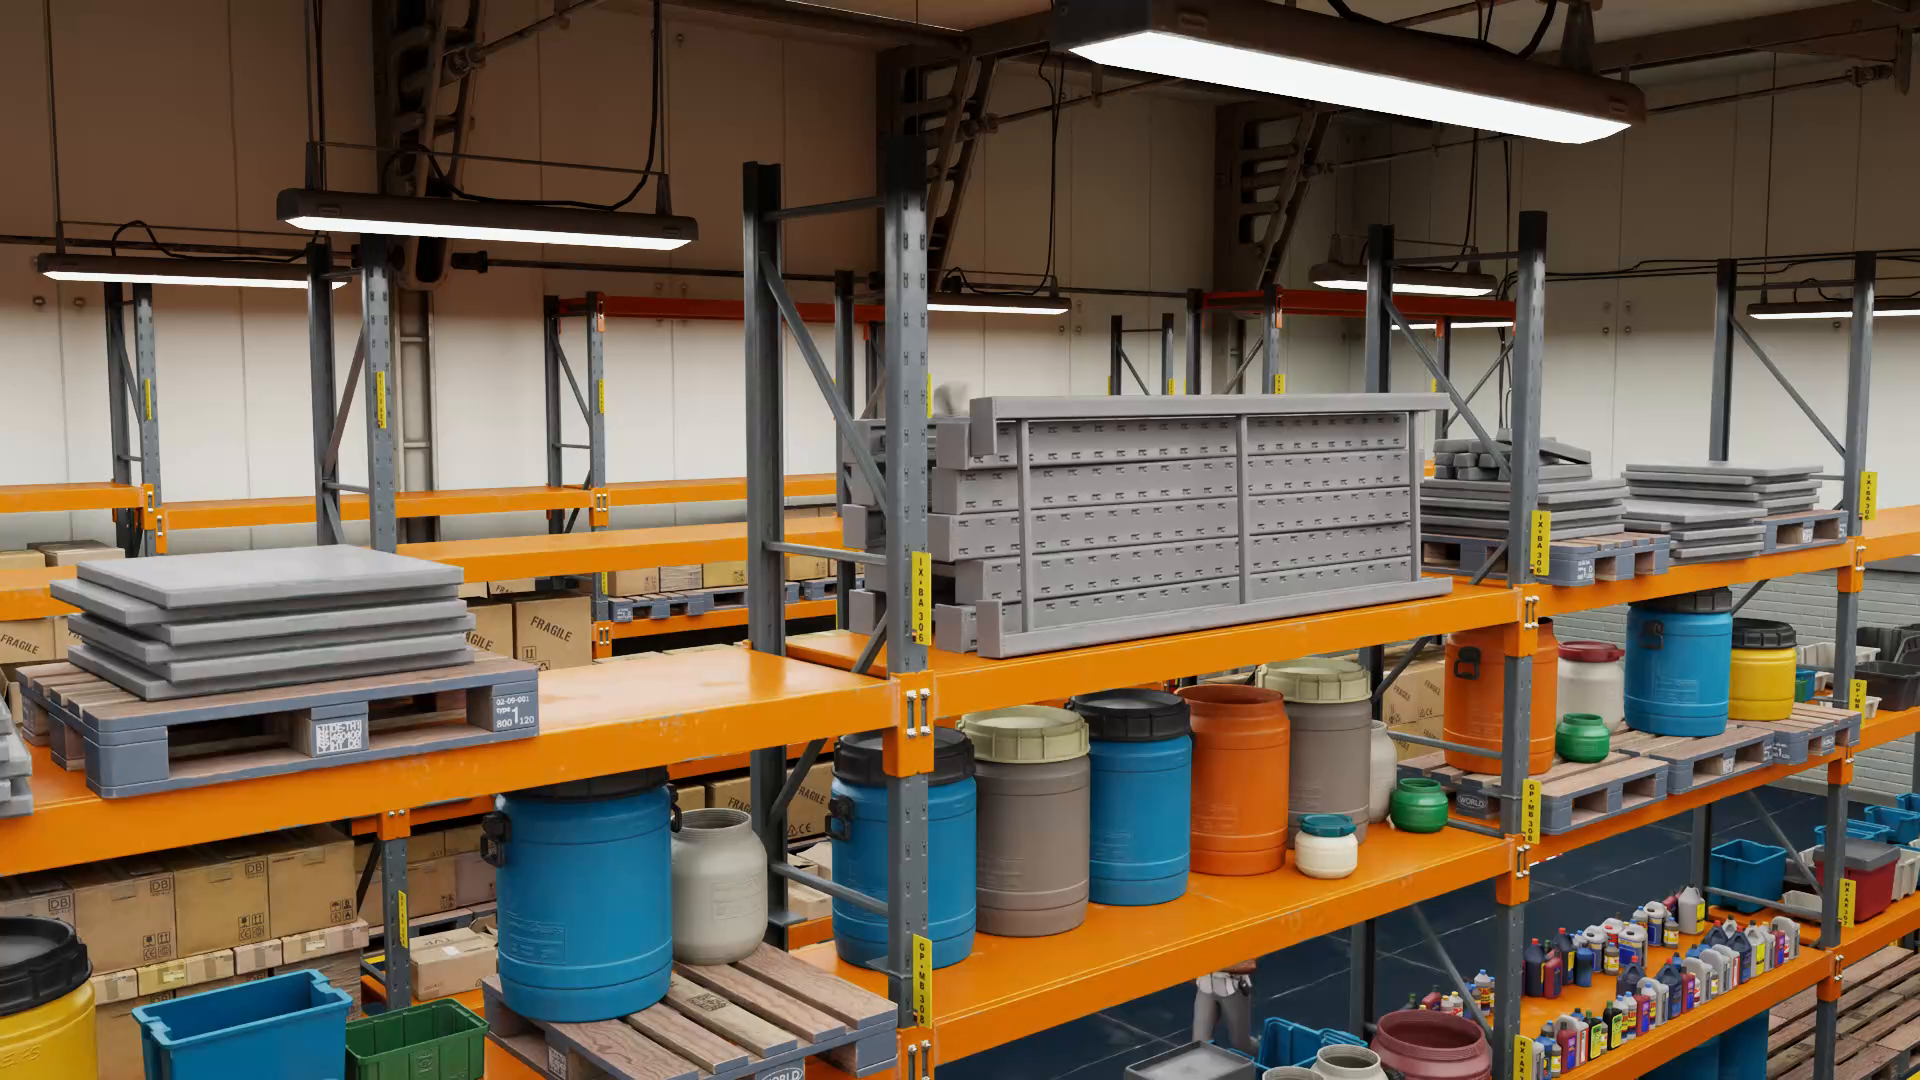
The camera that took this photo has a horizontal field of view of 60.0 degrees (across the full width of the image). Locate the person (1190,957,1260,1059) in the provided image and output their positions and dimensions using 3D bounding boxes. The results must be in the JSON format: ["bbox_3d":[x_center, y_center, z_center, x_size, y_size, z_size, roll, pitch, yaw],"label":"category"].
[{"bbox_3d":[1.860,3.177,11.711,0.575,1.684,0.941,5,7,41],"label":"person"}]
